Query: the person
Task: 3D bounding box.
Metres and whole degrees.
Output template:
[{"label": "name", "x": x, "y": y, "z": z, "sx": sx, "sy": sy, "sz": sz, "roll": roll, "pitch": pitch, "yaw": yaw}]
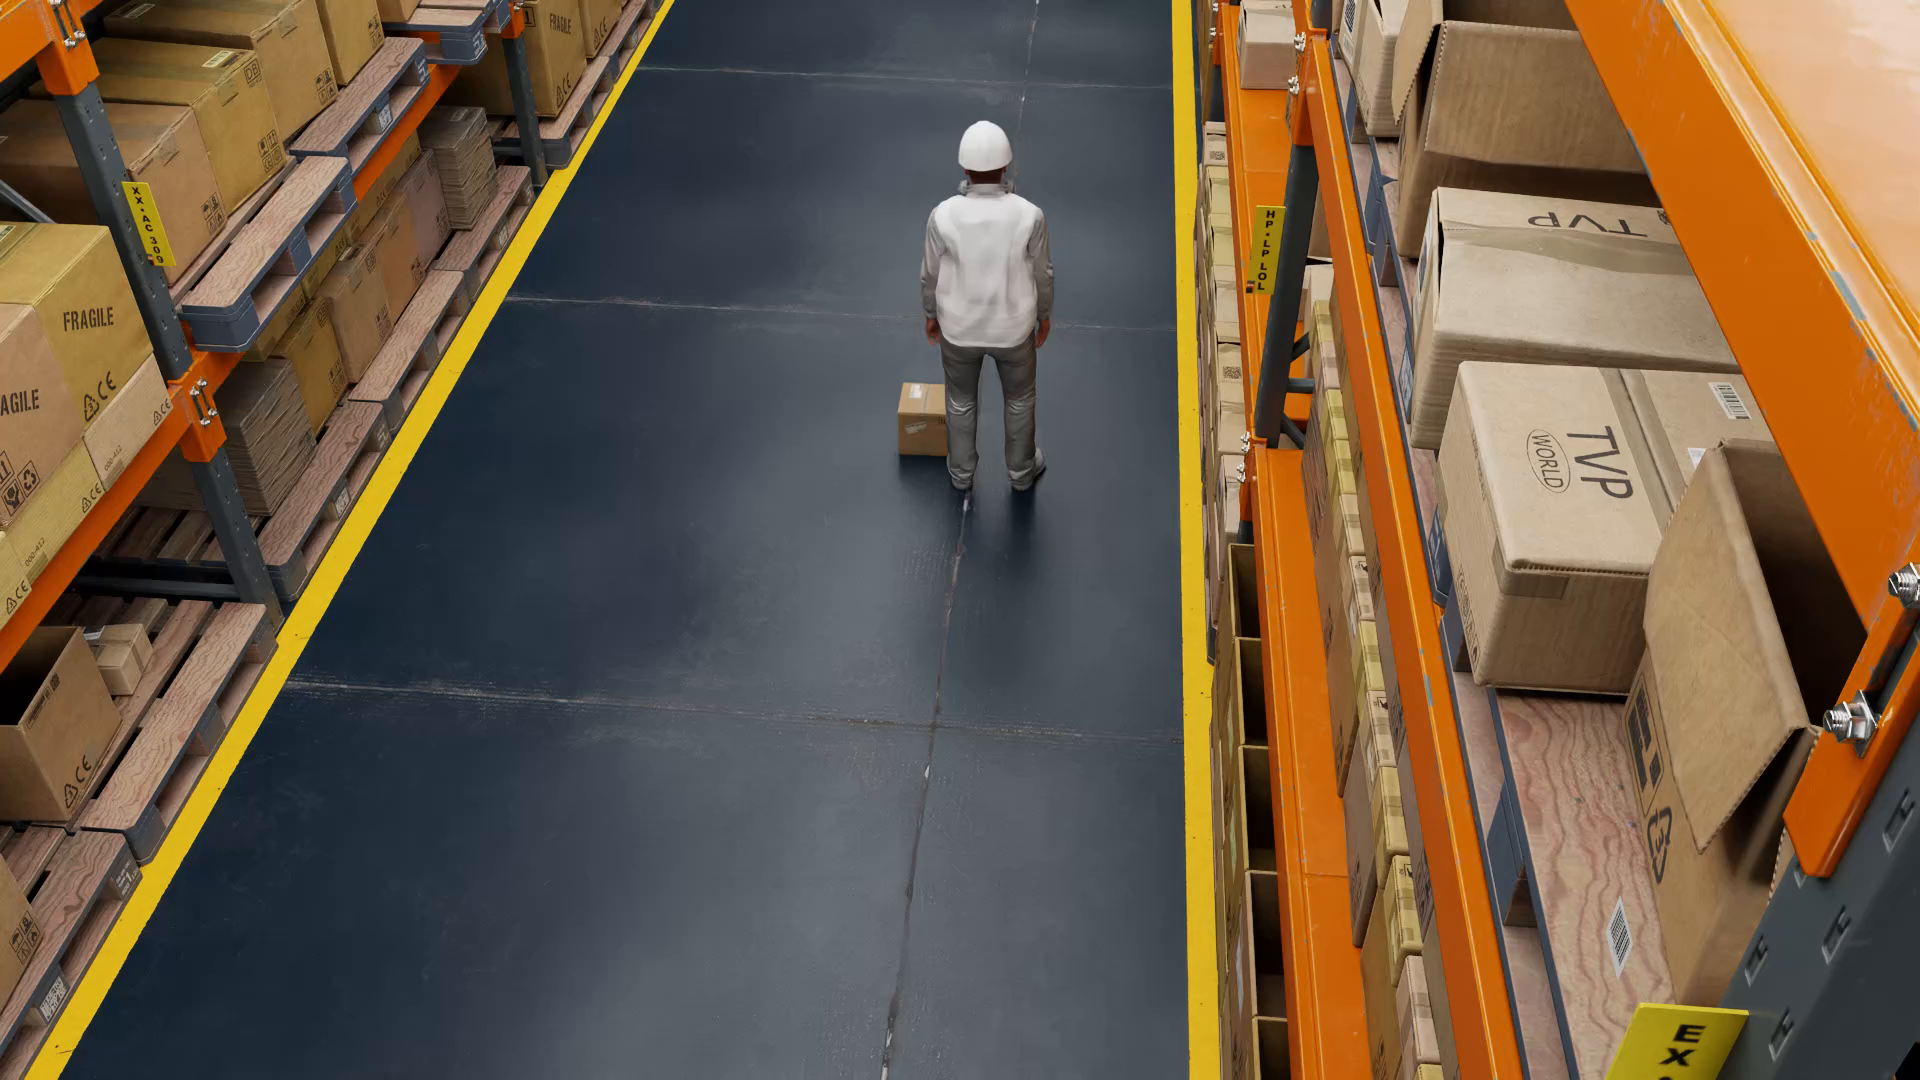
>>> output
[{"label": "person", "x": 0.125, "y": -0.977, "z": 7.311, "sx": 0.566, "sy": 1.767, "sz": 0.465, "roll": 2, "pitch": 40, "yaw": 2}]
